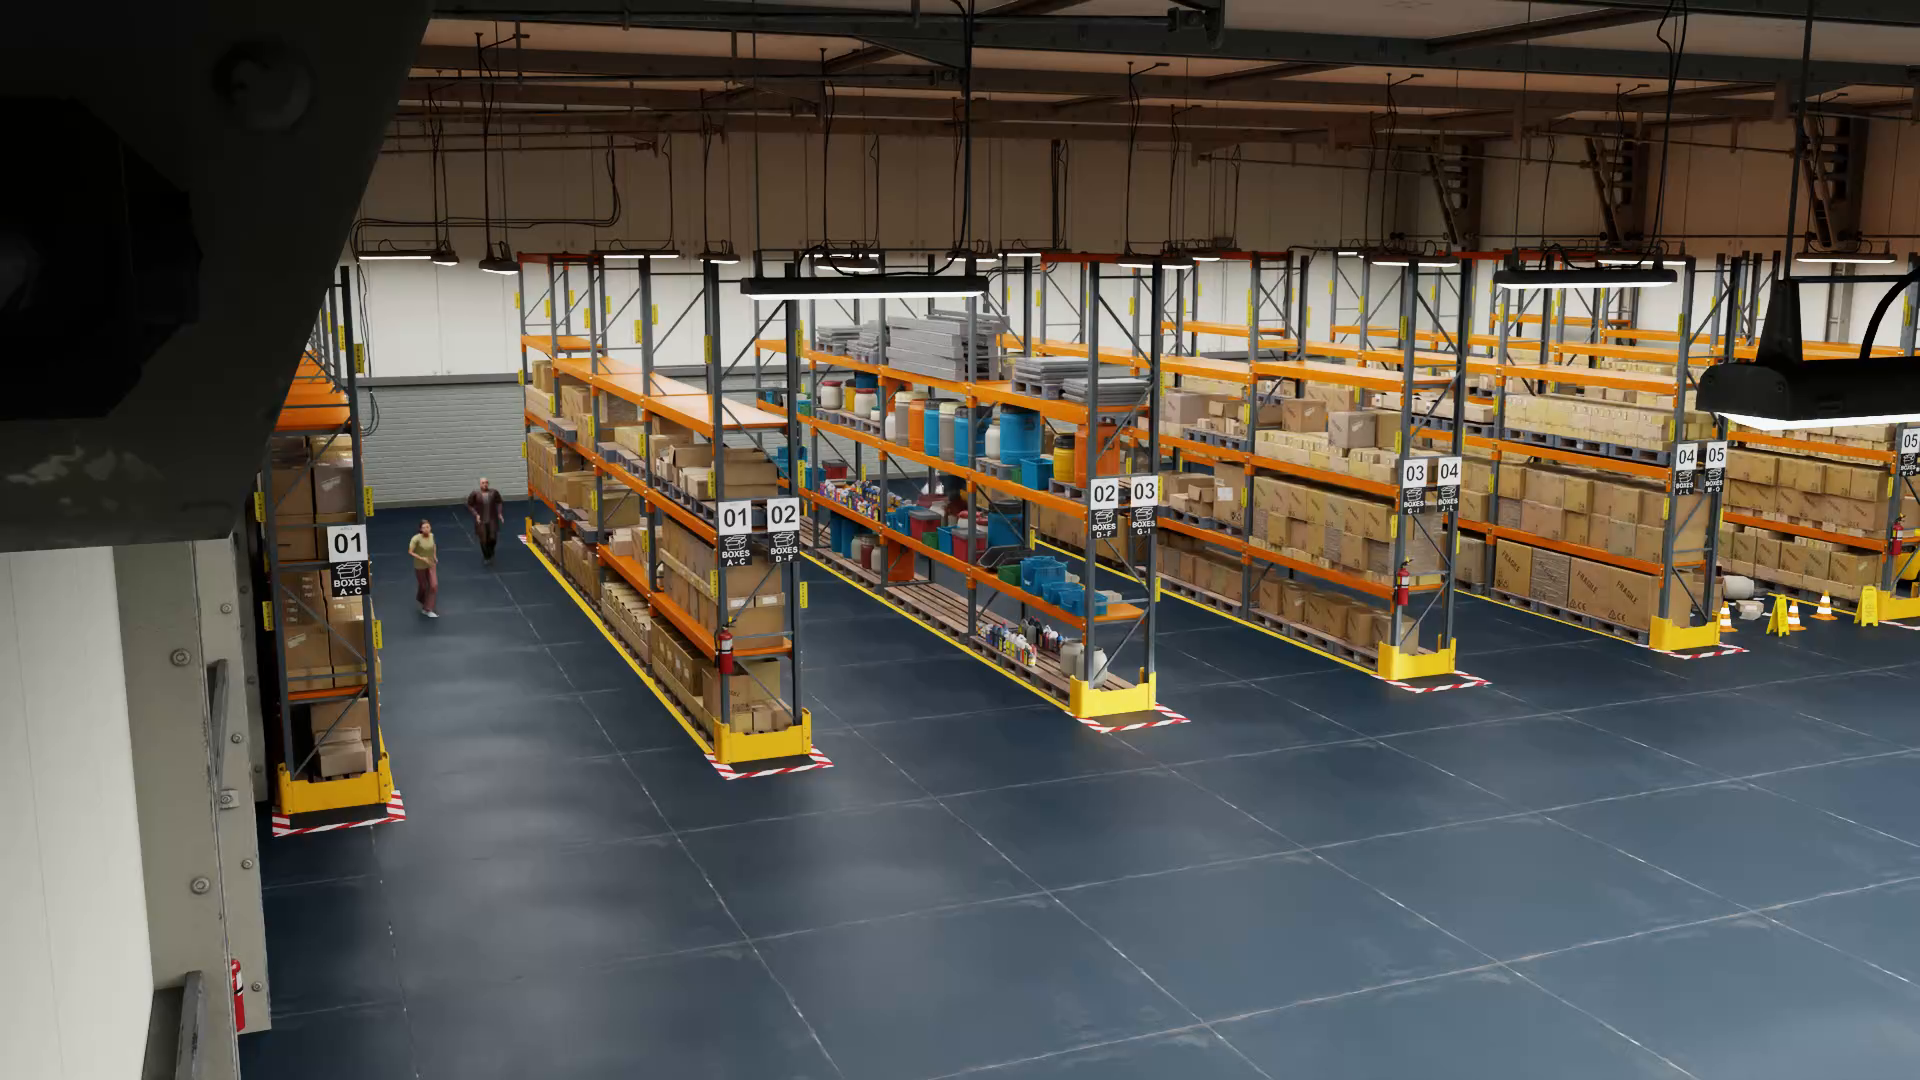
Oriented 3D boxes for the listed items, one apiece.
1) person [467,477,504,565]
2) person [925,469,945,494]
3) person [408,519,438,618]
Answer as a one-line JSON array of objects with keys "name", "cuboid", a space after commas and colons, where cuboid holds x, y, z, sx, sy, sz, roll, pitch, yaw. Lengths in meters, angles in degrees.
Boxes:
[{"name": "person", "cuboid": [-9.224, -0.378, 32.347, 0.691, 1.724, 0.674, -4, 11, -20]}, {"name": "person", "cuboid": [-0.475, -0.506, 32.881, 0.514, 1.833, 0.851, -6, 12, -30]}, {"name": "person", "cuboid": [-9.056, 0.452, 28.007, 0.559, 1.650, 0.781, -9, 14, -40]}]
